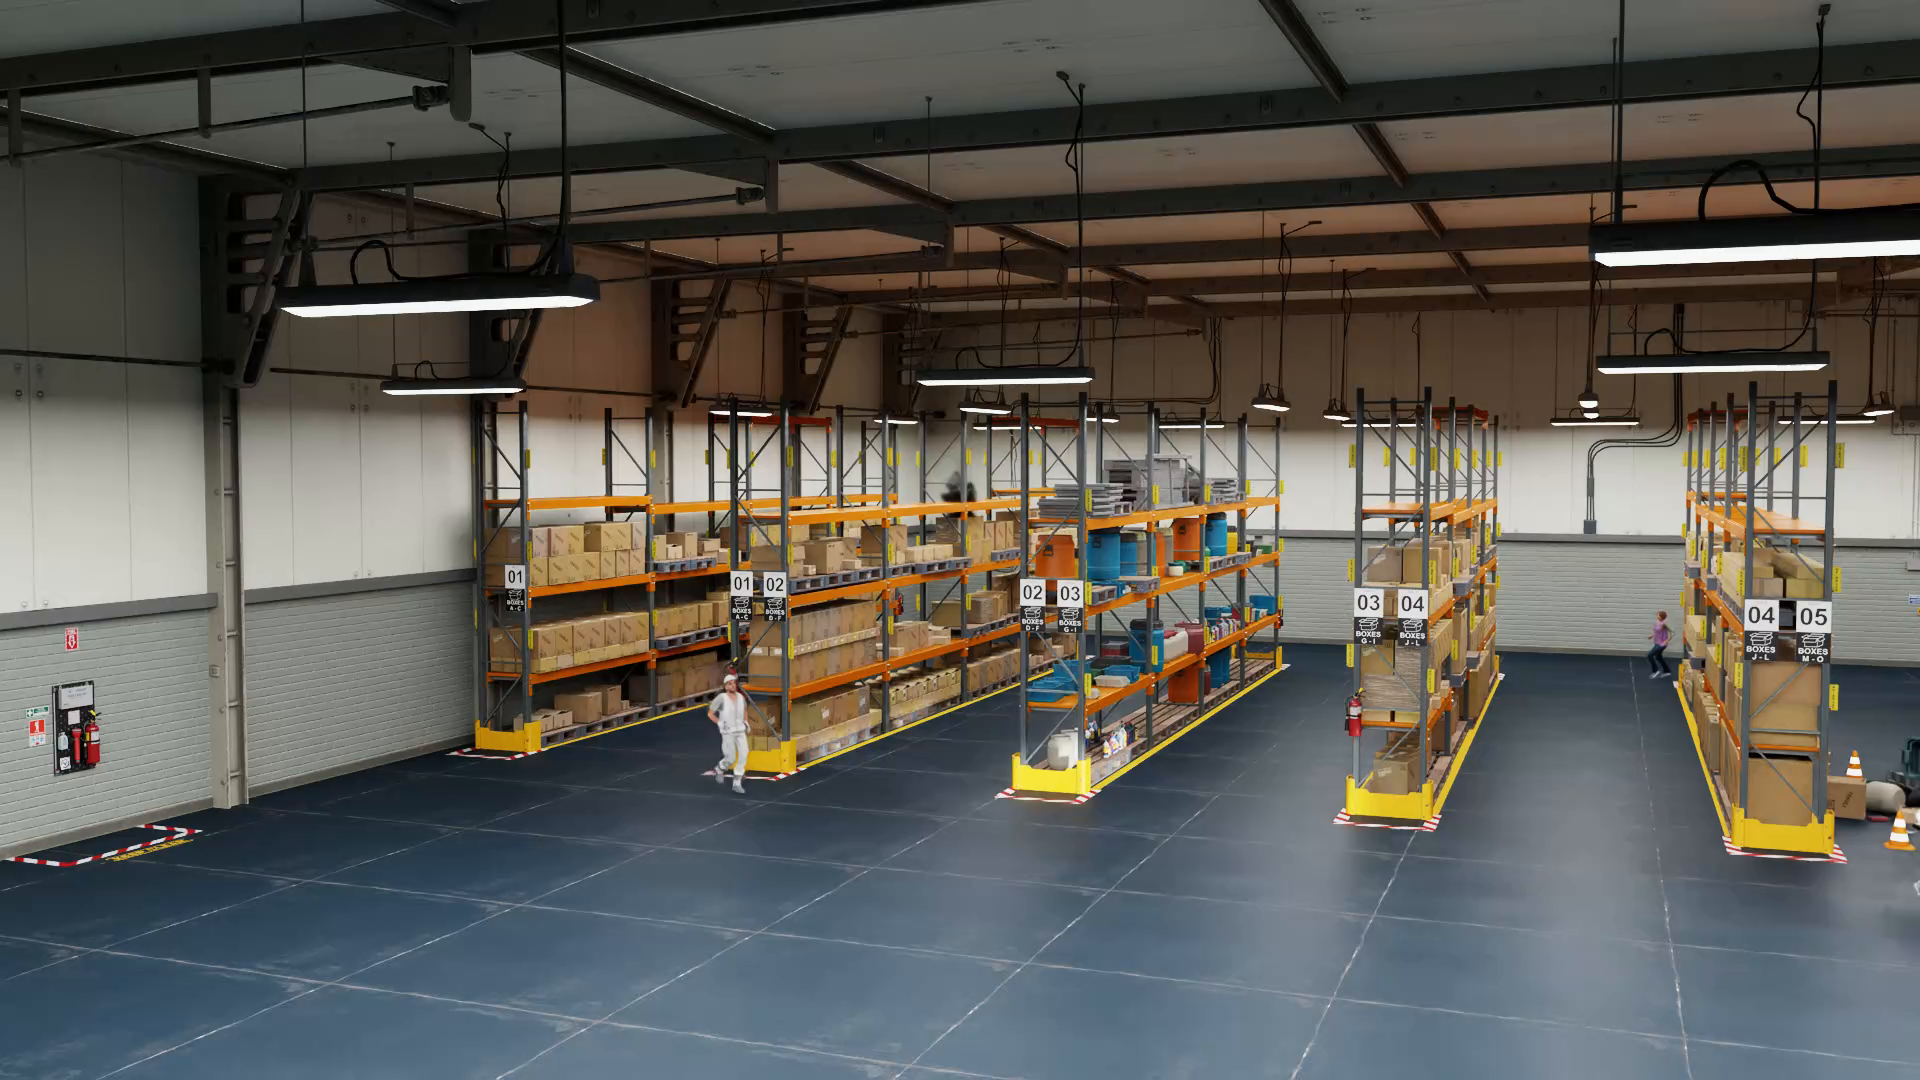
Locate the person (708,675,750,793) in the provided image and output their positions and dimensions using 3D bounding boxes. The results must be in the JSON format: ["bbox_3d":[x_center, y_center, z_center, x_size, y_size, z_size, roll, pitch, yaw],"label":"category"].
[{"bbox_3d":[-3.464,2.913,25.077,0.673,1.764,0.696,-2,3,-36],"label":"person"}]

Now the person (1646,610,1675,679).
[{"bbox_3d":[15.917,2.386,37.768,0.610,1.586,0.607,0,3,4],"label":"person"}]

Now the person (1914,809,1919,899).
[{"bbox_3d":[10.638,3.295,17.864,0.618,1.701,0.864,-1,3,-20],"label":"person"}]
